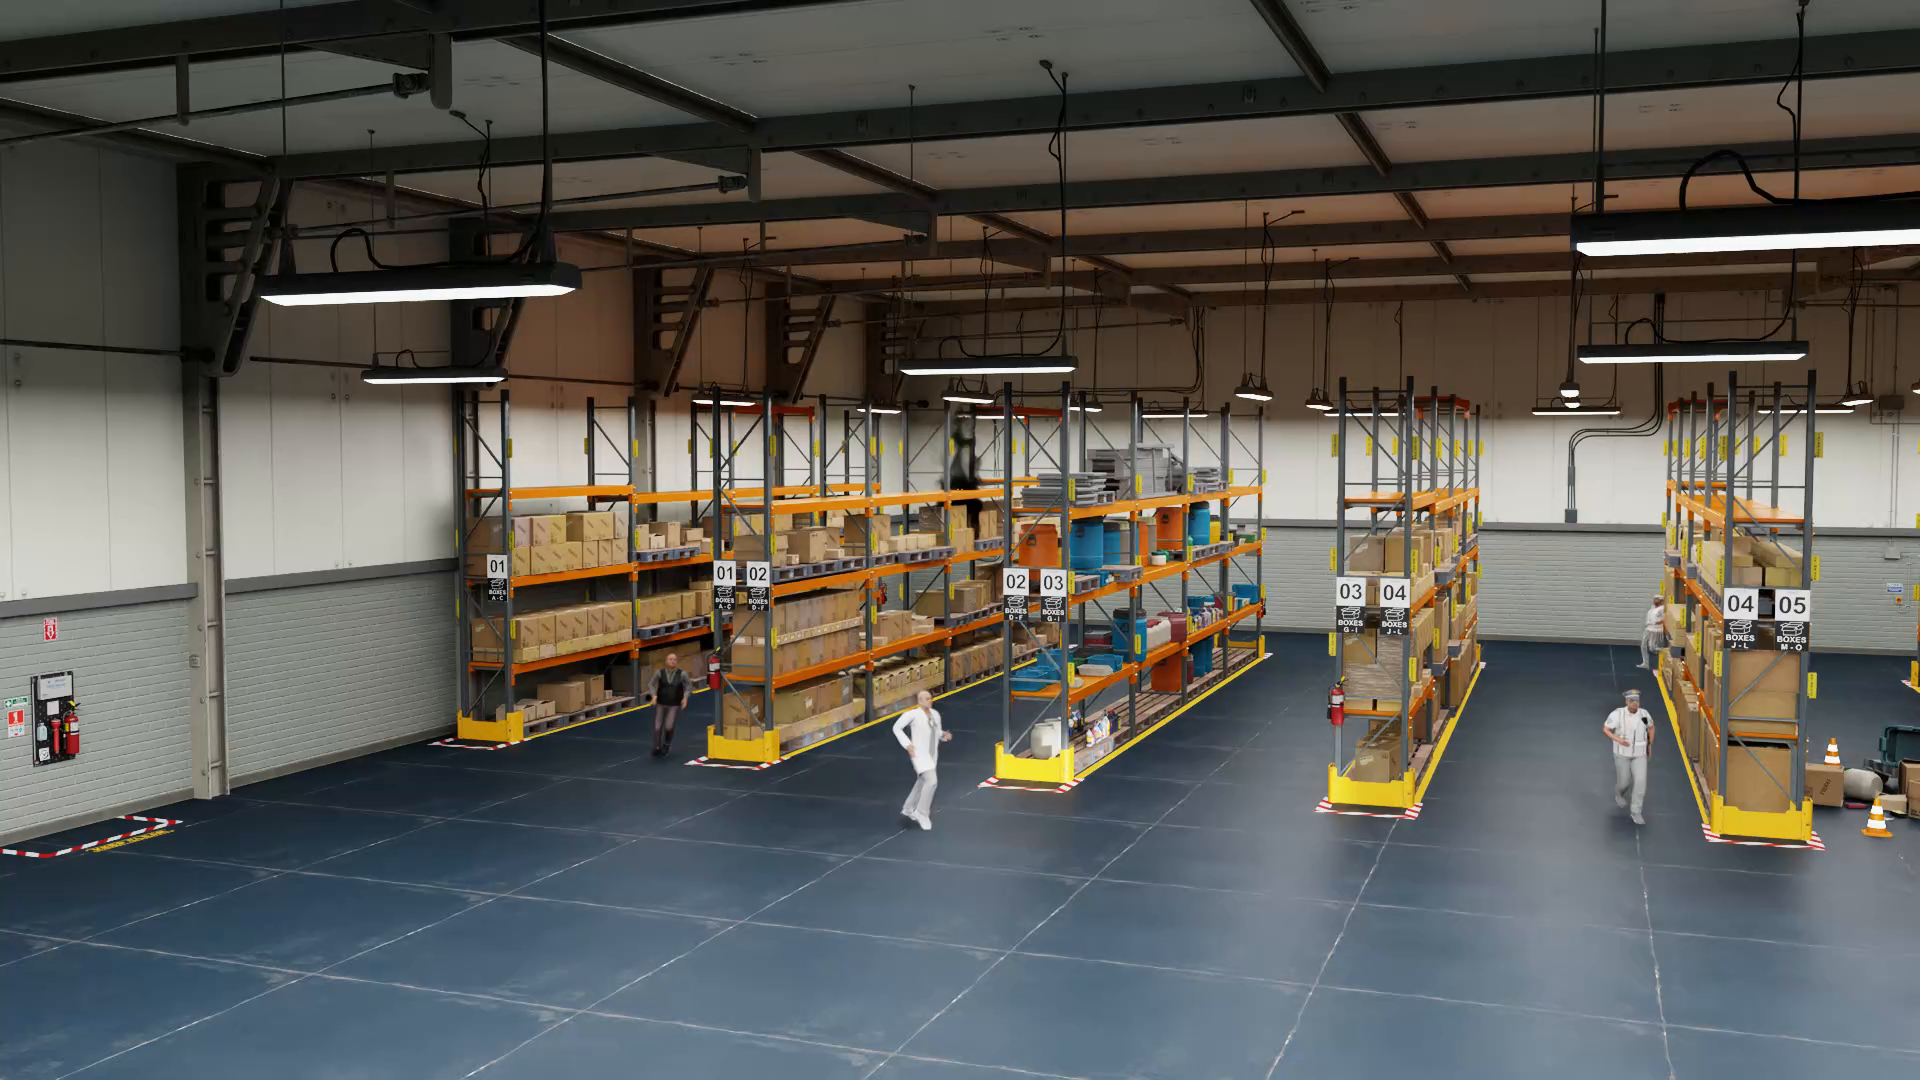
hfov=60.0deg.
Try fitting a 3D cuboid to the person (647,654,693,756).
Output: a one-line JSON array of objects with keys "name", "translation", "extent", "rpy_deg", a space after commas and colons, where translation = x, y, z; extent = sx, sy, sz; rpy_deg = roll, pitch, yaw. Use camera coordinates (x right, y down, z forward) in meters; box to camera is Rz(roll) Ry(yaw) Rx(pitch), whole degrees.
[{"name": "person", "translation": [-4.712, 2.681, 26.954], "extent": [0.716, 1.667, 0.584], "rpy_deg": [0, 3, -2]}]

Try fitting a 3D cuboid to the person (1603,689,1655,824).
[{"name": "person", "translation": [9.083, 2.896, 22.542], "extent": [0.701, 1.786, 0.853], "rpy_deg": [0, 3, 9]}]

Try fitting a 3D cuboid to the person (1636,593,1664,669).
[{"name": "person", "translation": [15.705, 2.070, 37.620], "extent": [0.737, 1.755, 0.745], "rpy_deg": [0, 3, -4]}]

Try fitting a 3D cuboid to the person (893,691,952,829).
[{"name": "person", "translation": [-0.474, 2.912, 22.057], "extent": [0.824, 1.832, 0.680], "rpy_deg": [3, 4, 39]}]
